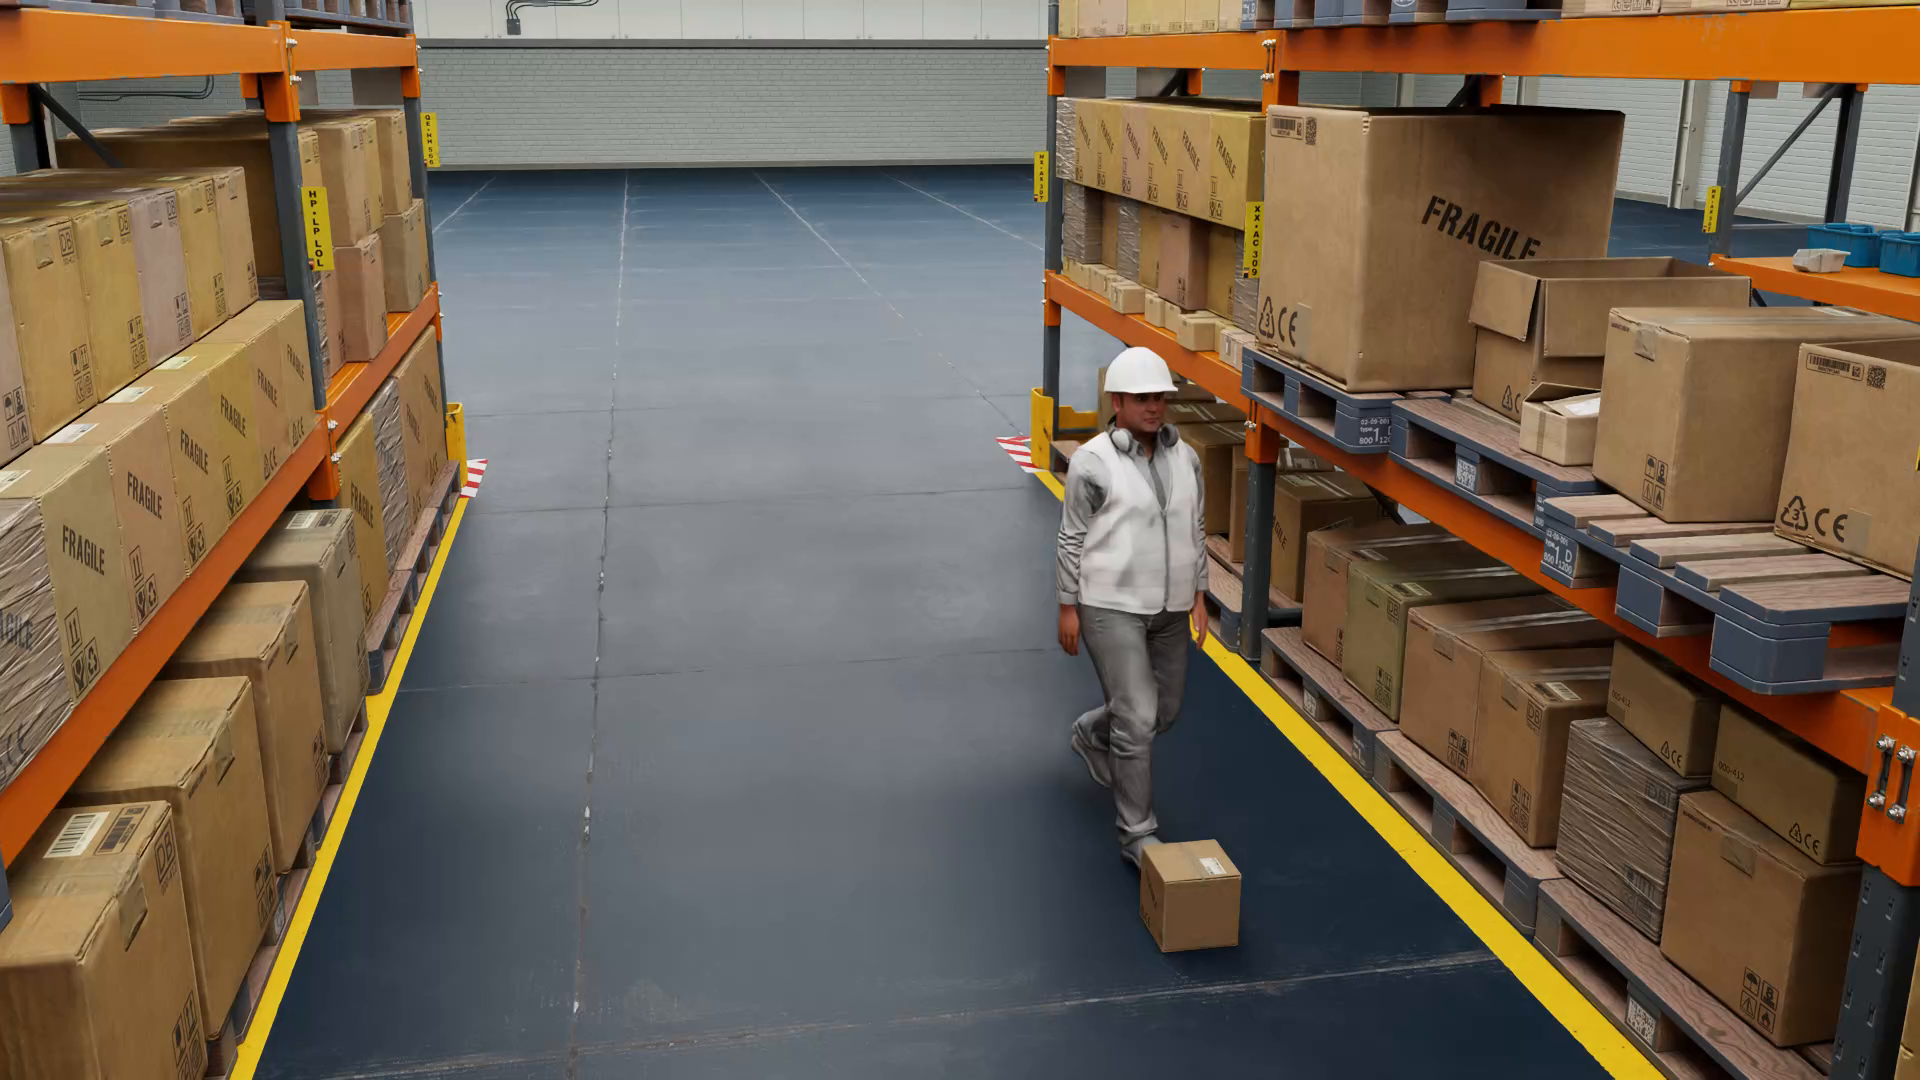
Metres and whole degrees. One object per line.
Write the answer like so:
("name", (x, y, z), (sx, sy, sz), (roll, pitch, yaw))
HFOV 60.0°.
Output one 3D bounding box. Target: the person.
("person", (5.383, -1.803, 5.433), (8.750, 5.793, 10.837), (-10, 19, -31))
